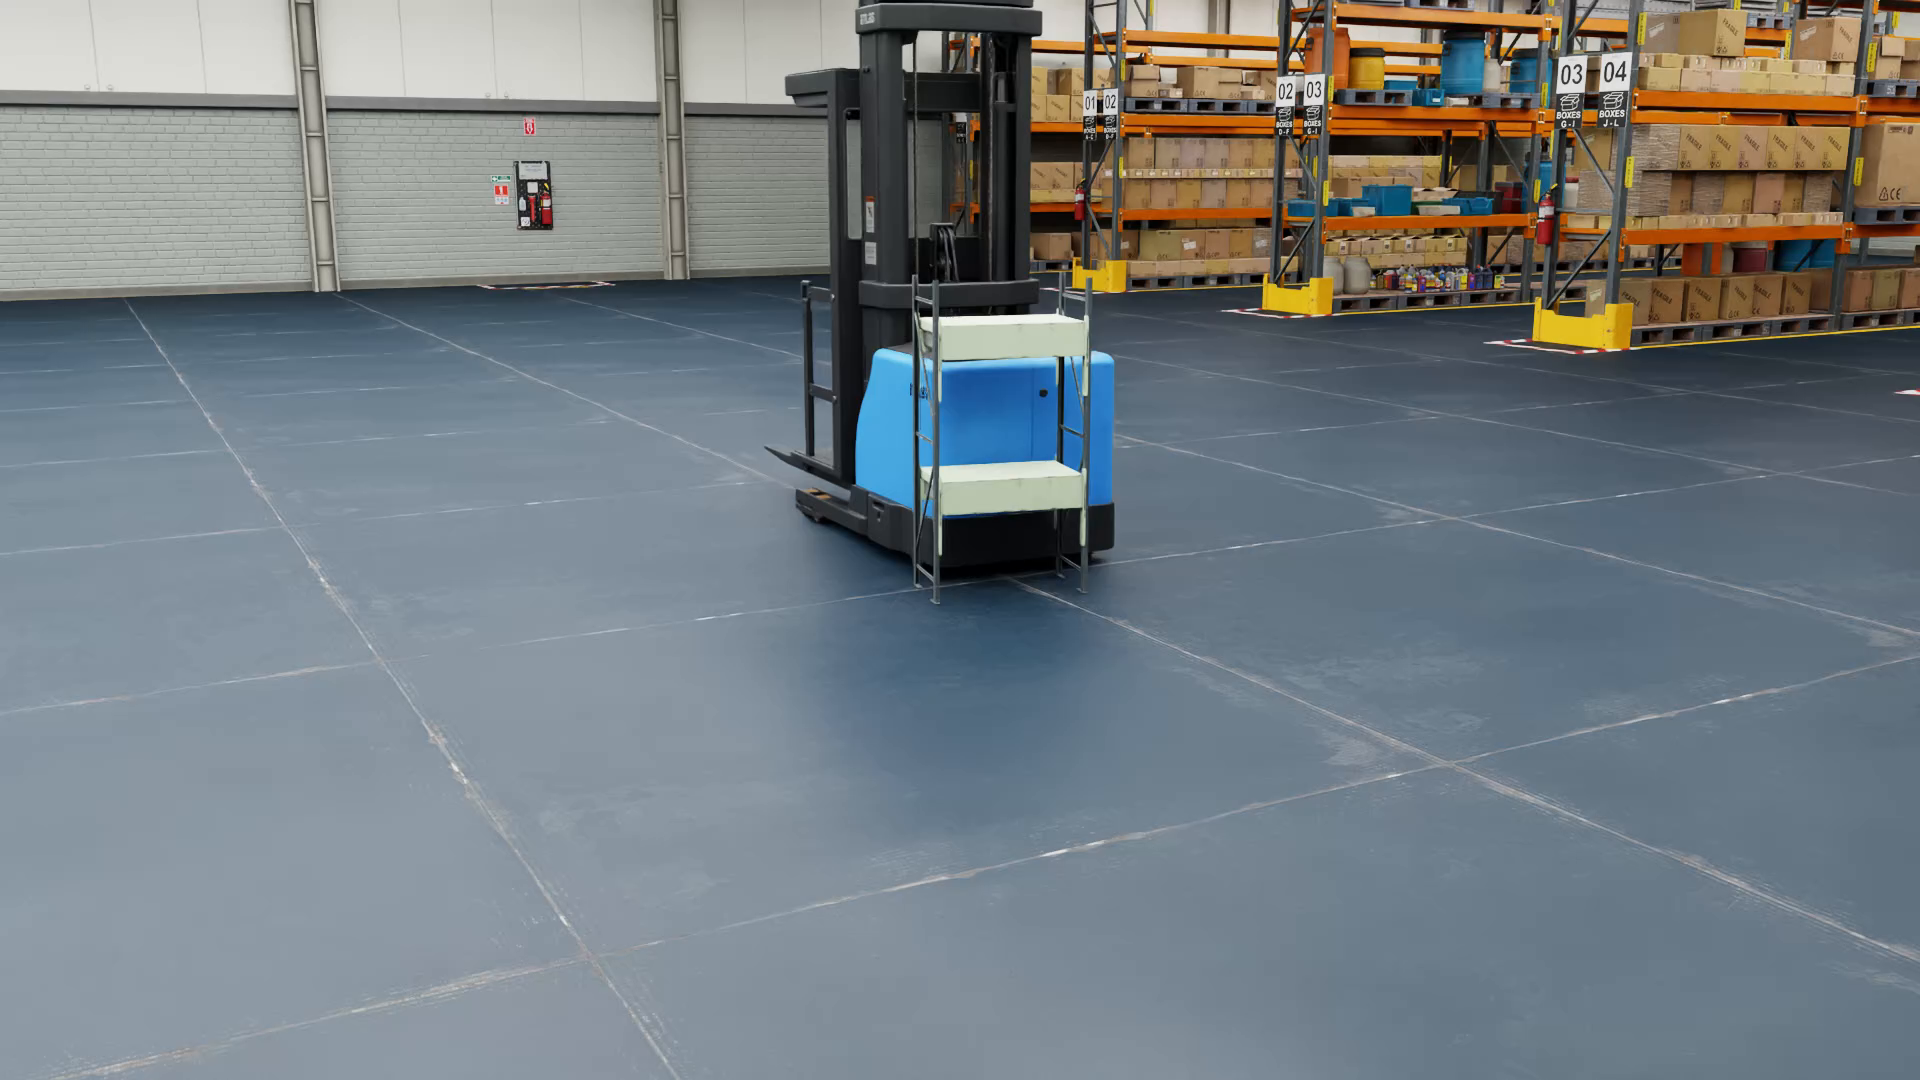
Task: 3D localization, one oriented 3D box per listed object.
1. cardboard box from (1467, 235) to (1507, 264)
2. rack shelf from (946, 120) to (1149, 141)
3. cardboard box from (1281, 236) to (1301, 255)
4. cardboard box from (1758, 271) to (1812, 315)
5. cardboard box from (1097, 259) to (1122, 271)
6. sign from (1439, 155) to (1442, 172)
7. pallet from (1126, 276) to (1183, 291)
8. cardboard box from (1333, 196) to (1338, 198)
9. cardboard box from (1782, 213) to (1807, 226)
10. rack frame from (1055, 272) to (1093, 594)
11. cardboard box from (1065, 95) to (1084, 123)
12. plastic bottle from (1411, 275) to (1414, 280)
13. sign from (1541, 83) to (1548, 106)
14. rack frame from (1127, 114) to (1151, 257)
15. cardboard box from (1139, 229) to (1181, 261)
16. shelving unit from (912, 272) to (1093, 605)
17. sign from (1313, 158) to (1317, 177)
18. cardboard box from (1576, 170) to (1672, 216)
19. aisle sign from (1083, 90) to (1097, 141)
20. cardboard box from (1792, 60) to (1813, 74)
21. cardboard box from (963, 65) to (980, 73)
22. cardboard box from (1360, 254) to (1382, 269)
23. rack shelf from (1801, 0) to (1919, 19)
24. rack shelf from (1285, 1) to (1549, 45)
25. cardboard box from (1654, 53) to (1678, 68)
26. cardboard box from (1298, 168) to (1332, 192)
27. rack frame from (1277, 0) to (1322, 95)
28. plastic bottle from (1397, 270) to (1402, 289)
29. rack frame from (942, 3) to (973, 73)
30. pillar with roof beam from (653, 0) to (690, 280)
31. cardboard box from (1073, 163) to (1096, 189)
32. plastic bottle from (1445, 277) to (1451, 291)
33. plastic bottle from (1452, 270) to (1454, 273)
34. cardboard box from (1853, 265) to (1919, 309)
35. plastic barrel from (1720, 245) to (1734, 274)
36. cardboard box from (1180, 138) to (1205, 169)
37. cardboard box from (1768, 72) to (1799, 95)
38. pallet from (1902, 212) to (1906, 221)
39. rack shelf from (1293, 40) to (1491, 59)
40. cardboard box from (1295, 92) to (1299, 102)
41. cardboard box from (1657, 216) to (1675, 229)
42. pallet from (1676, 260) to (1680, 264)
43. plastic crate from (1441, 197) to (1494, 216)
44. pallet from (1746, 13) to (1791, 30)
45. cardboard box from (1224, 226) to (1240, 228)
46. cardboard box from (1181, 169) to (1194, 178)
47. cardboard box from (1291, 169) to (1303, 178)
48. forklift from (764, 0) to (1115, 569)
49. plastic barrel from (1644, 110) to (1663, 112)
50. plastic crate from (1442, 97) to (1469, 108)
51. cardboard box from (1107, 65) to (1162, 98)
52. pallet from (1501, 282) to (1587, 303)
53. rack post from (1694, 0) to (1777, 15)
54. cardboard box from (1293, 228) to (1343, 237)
[{"bbox_3d":[9.879,-5.449,31.179,0.500,0.500,0.500,-6,14,-25],"label":"cardboard box"},{"bbox_3d":[1.700,-7.896,32.170,4.000,0.370,1.077,-7,14,-28],"label":"rack shelf"},{"bbox_3d":[6.050,-5.275,29.744,0.500,0.311,0.500,-7,14,-28],"label":"cardboard box"},{"bbox_3d":[10.205,-3.081,20.706,0.500,0.500,0.500,-7,15,-30],"label":"cardboard box"},{"bbox_3d":[2.650,-4.596,28.005,0.500,0.250,0.500,-7,14,-28],"label":"cardboard box"},{"bbox_3d":[9.074,-7.090,31.327,0.005,0.325,0.100,-7,14,-28],"label":"sign"},{"bbox_3d":[2.972,-4.347,27.945,1.213,0.211,1.003,-7,14,-28],"label":"pallet"},{"bbox_3d":[6.516,-6.102,29.698,0.258,0.266,0.396,-7,15,-29],"label":"cardboard box"},{"bbox_3d":[9.889,-3.842,19.919,0.250,0.149,0.380,-7,14,-28],"label":"cardboard box"},{"bbox_3d":[0.543,-0.515,7.981,0.023,1.500,0.400,-4,13,-16],"label":"rack frame"},{"bbox_3d":[2.212,-8.299,32.048,0.500,0.500,0.500,-7,15,-30],"label":"cardboard box"},{"bbox_3d":[6.689,-3.827,24.652,0.097,0.201,0.097,0,13,0],"label":"plastic bottle"},{"bbox_3d":[8.456,-6.445,24.065,0.005,0.325,0.100,-7,14,-28],"label":"sign"},{"bbox_3d":[3.455,-6.994,33.355,0.127,3.000,1.000,-7,14,-28],"label":"rack frame"},{"bbox_3d":[3.336,-4.915,27.714,0.500,0.500,0.500,-7,14,-28],"label":"cardboard box"},{"bbox_3d":[0.192,-0.492,7.881,0.755,1.500,0.431,-4,13,-16],"label":"shelving unit"},{"bbox_3d":[6.099,-6.394,28.537,0.005,0.325,0.100,-7,14,-28],"label":"sign"},{"bbox_3d":[7.560,-3.956,18.951,0.500,0.500,0.875,-7,14,-28],"label":"cardboard box"},{"bbox_3d":[2.122,-6.937,27.181,0.004,0.787,0.394,-7,14,-28],"label":"aisle sign"},{"bbox_3d":[9.741,-5.538,19.485,0.250,0.149,0.380,-7,15,-30],"label":"cardboard box"},{"bbox_3d":[0.399,-8.577,31.005,0.500,0.500,0.500,-8,15,-32],"label":"cardboard box"},{"bbox_3d":[7.207,-5.007,29.830,0.500,0.250,0.500,-7,15,-30],"label":"cardboard box"},{"bbox_3d":[12.331,-6.721,21.030,4.000,0.370,1.077,-7,14,-28],"label":"rack shelf"},{"bbox_3d":[6.446,-7.255,23.401,4.000,0.370,1.077,-7,14,-28],"label":"rack shelf"},{"bbox_3d":[7.691,-5.287,18.373,0.250,0.149,0.380,-6,14,-27],"label":"cardboard box"},{"bbox_3d":[7.515,-7.620,35.187,0.500,0.500,0.500,-6,14,-26],"label":"cardboard box"},{"bbox_3d":[5.832,-8.967,28.456,0.127,3.000,1.000,-7,14,-28],"label":"rack frame"},{"bbox_3d":[6.449,-3.863,24.646,0.135,0.276,0.152,-7,15,-29],"label":"plastic bottle"},{"bbox_3d":[-0.056,-9.500,30.827,0.127,3.000,1.000,-7,14,-28],"label":"rack frame"},{"bbox_3d":[-3.060,-8.280,25.404,0.400,9.000,9.100,-7,14,-28],"label":"pillar with roof beam"},{"bbox_3d":[2.306,-7.083,32.337,0.500,0.500,0.500,-7,15,-29],"label":"cardboard box"},{"bbox_3d":[7.088,-3.723,24.191,0.097,0.201,0.097,0,13,0],"label":"plastic bottle"},{"bbox_3d":[7.251,-3.814,24.409,0.133,0.283,0.061,-7,14,-28],"label":"plastic bottle"},{"bbox_3d":[12.043,-3.291,21.594,0.500,0.500,0.700,-8,15,-33],"label":"cardboard box"},{"bbox_3d":[12.587,-4.628,27.552,0.421,0.512,0.421,0,13,0],"label":"plastic barrel"},{"bbox_3d":[3.684,-6.463,27.811,0.500,0.500,0.700,-7,14,-28],"label":"cardboard box"},{"bbox_3d":[9.392,-5.315,19.403,0.500,0.250,0.500,-7,14,-28],"label":"cardboard box"},{"bbox_3d":[12.368,-4.241,21.561,1.213,0.211,1.003,-7,14,-28],"label":"pallet"},{"bbox_3d":[7.587,-8.631,29.514,4.000,0.370,1.077,-7,14,-28],"label":"rack shelf"},{"bbox_3d":[7.356,-9.203,35.108,0.500,0.500,0.700,-8,15,-32],"label":"cardboard box"},{"bbox_3d":[7.884,-3.617,18.922,0.250,0.149,0.380,-7,14,-28],"label":"cardboard box"},{"bbox_3d":[15.599,-5.850,34.622,1.213,0.211,1.003,-7,14,-28],"label":"pallet"},{"bbox_3d":[7.361,-4.844,24.138,0.616,0.251,0.499,-7,14,-28],"label":"plastic crate"},{"bbox_3d":[12.361,-8.215,26.458,1.003,0.211,1.213,-7,14,-28],"label":"pallet"},{"bbox_3d":[4.840,-5.227,29.099,0.500,0.500,0.500,-7,14,-28],"label":"cardboard box"},{"bbox_3d":[3.674,-6.093,27.646,0.250,0.149,0.380,-7,15,-30],"label":"cardboard box"},{"bbox_3d":[5.696,-6.335,28.722,0.250,0.149,0.380,-7,14,-28],"label":"cardboard box"},{"bbox_3d":[-0.307,-1.564,9.385,1.130,2.935,3.031,-6,14,-26],"label":"forklift"},{"bbox_3d":[10.708,-6.723,25.633,0.301,0.262,0.301,0,13,0],"label":"plastic barrel"},{"bbox_3d":[6.987,-6.173,23.475,0.396,0.136,0.243,-7,14,-28],"label":"plastic crate"},{"bbox_3d":[2.827,-7.466,27.108,0.637,0.503,0.797,-6,14,-24],"label":"cardboard box"},{"bbox_3d":[8.873,-3.815,25.578,1.213,0.211,1.003,-7,14,-28],"label":"pallet"},{"bbox_3d":[12.329,-8.480,26.465,0.937,0.300,0.954,-7,14,-28],"label":"rack post"},{"bbox_3d":[7.674,-6.623,35.646,0.750,0.750,0.750,-7,14,-29],"label":"cardboard box"}]
